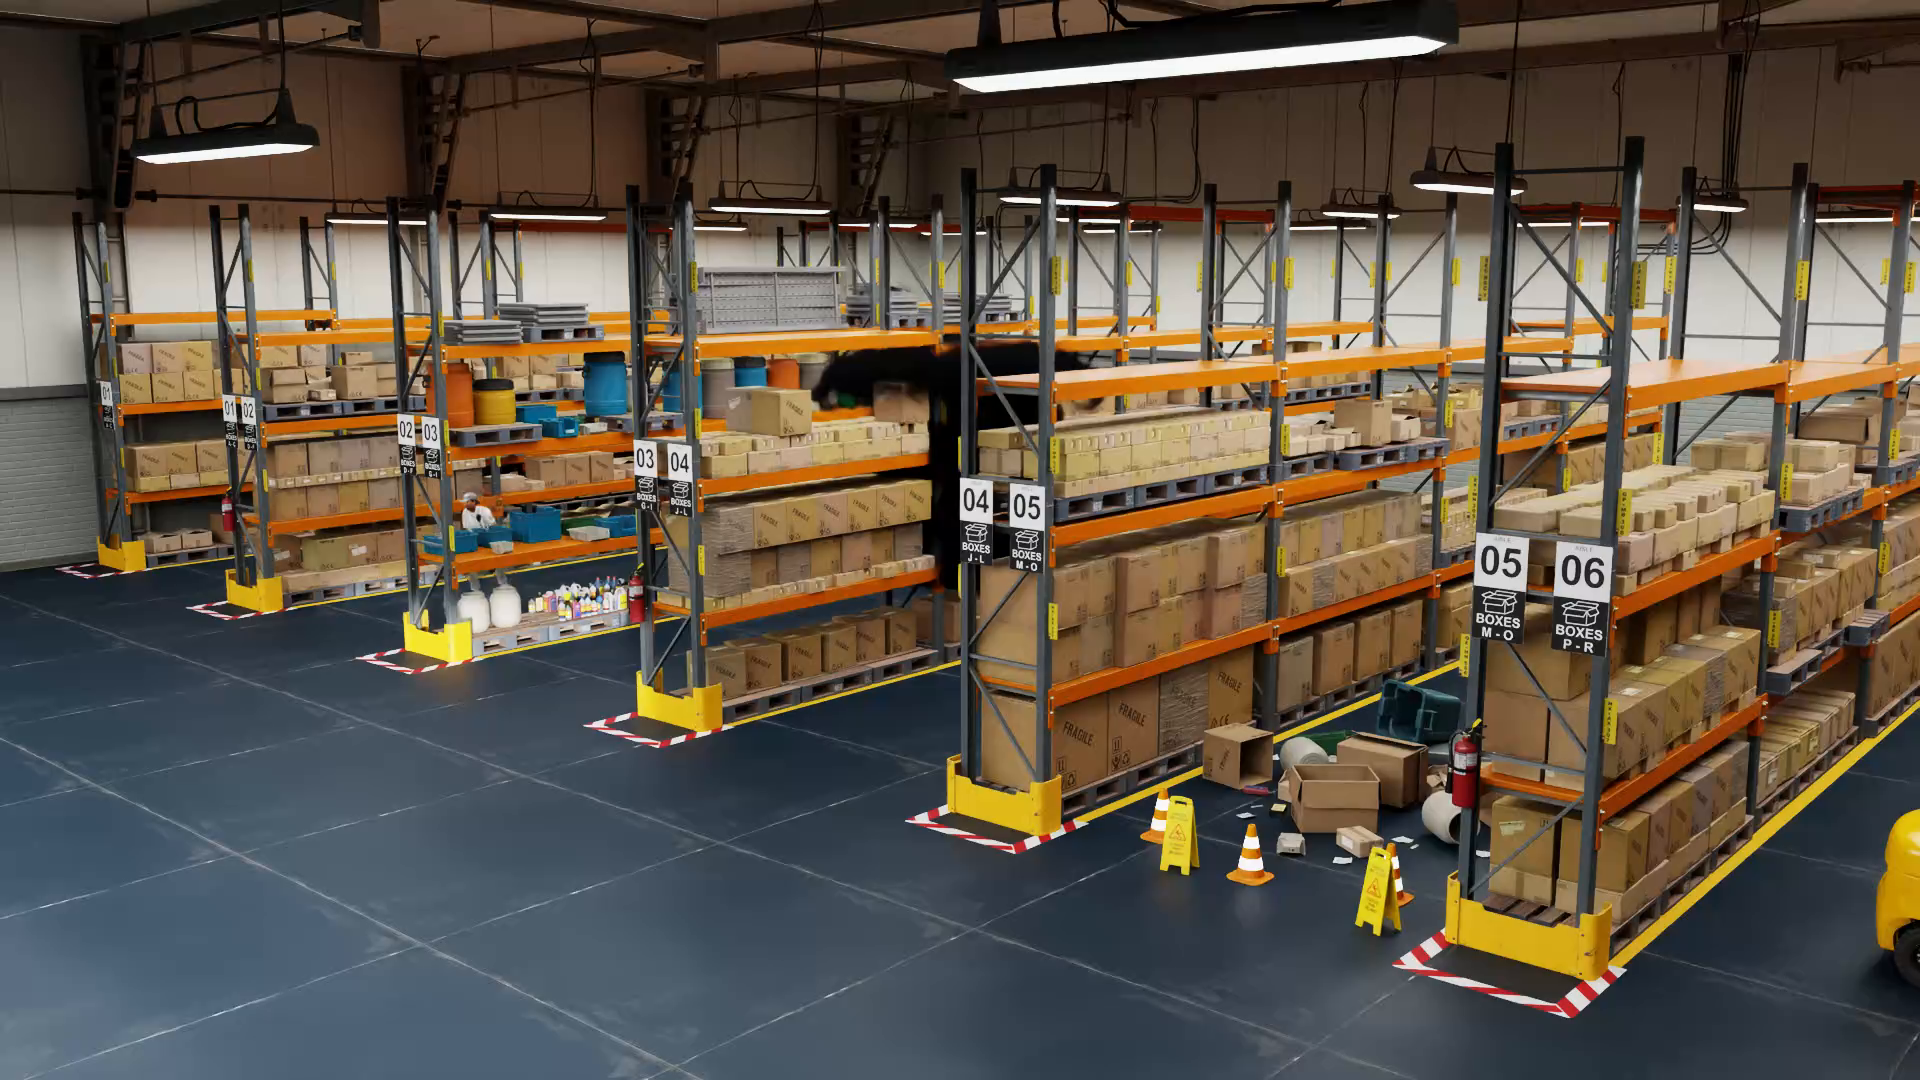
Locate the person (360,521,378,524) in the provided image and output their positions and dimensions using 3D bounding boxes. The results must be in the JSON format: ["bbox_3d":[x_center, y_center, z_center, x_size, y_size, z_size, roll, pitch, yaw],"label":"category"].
[{"bbox_3d":[-10.314,-0.397,29.081,0.524,1.527,0.573,3,10,20],"label":"person"}]

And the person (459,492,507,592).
[{"bbox_3d":[-7.049,0.089,24.583,0.631,1.628,0.787,-1,9,-4],"label":"person"}]
